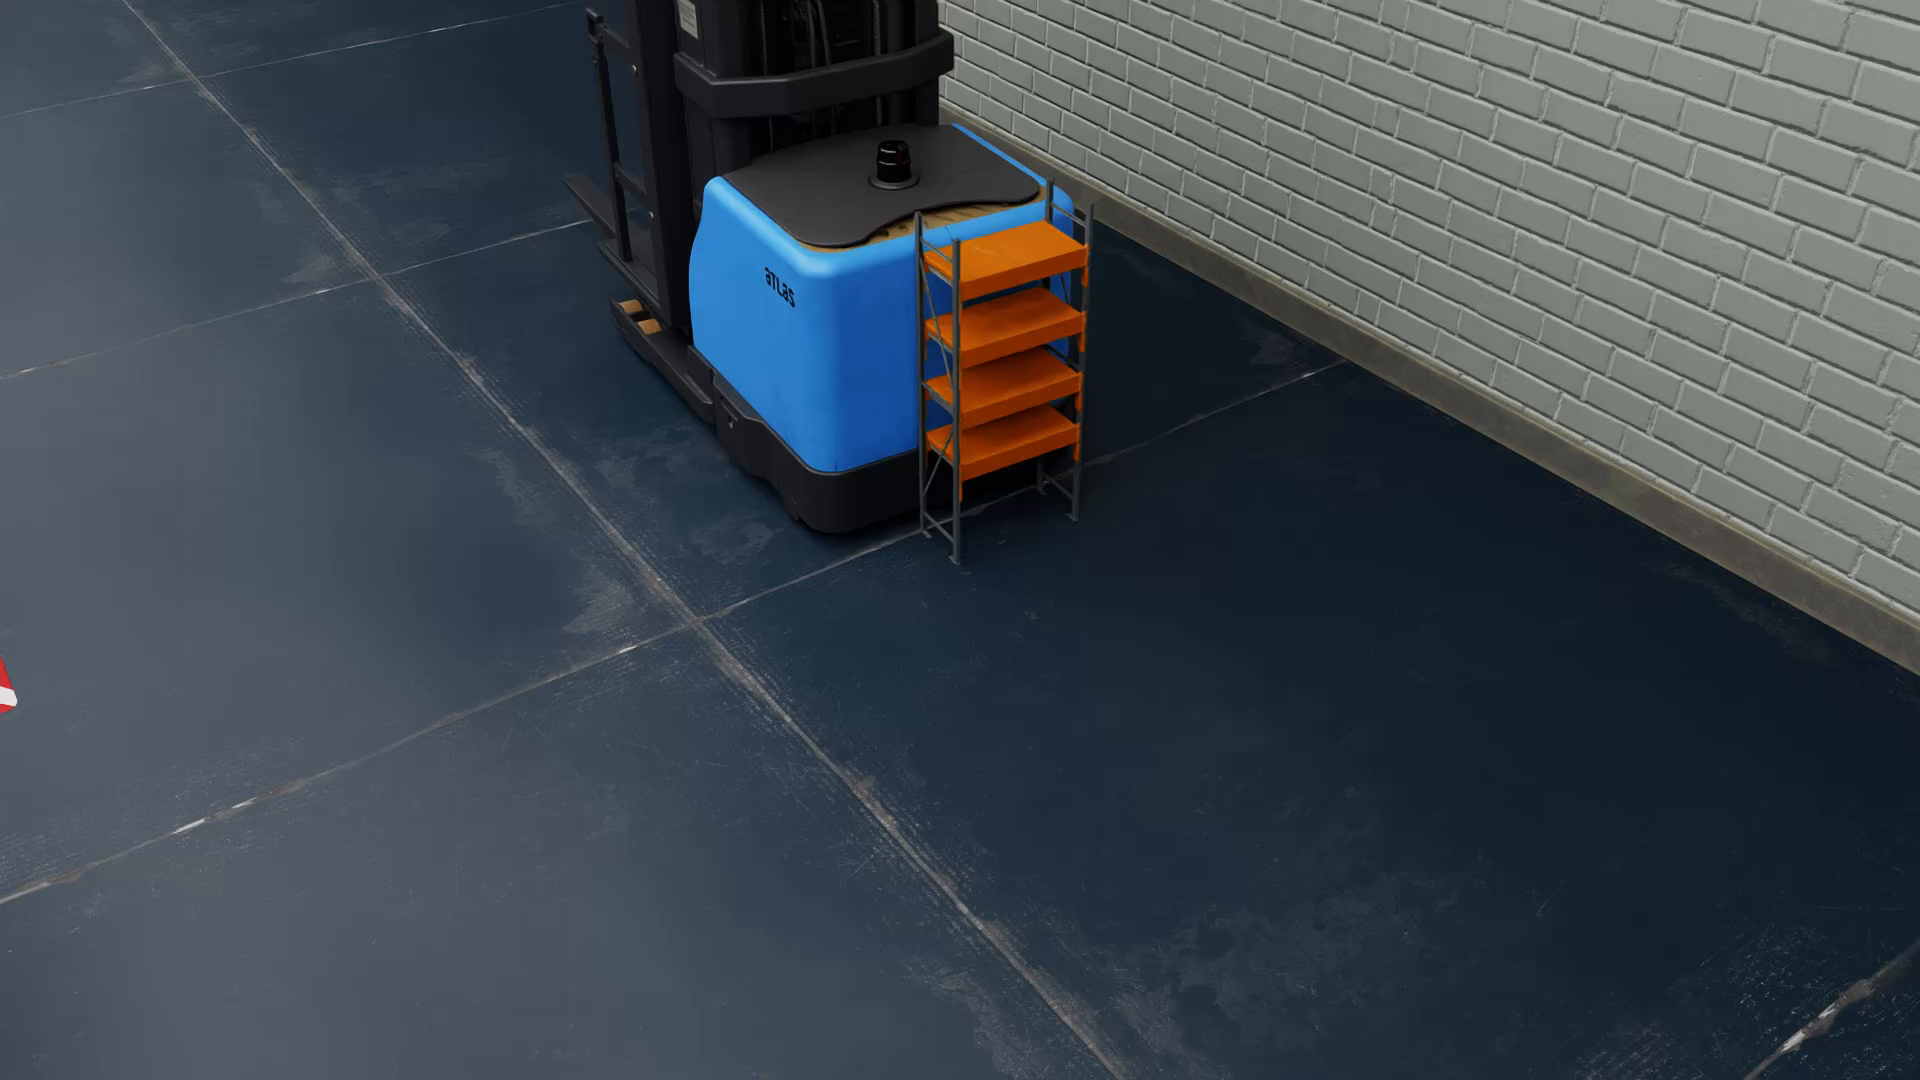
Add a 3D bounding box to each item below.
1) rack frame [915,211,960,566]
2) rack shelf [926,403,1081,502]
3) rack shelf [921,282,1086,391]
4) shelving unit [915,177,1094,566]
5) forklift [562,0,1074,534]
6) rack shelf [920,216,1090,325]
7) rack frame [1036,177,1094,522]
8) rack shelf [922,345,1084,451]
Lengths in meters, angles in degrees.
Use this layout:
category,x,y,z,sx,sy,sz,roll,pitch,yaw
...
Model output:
category,x,y,z,sx,sy,sz,roll,pitch,yaw
rack frame,-0.069,-0.460,5.362,0.015,1.200,0.240,-20,40,-25
rack shelf,0.138,-0.320,5.622,0.480,0.148,0.258,-20,40,-25
rack shelf,0.138,-0.663,5.376,0.480,0.148,0.258,-20,40,-25
shelving unit,0.138,-0.536,5.467,0.503,1.200,0.258,-20,40,-25
forklift,-0.788,-2.046,6.085,1.130,2.935,3.031,-19,40,-24
rack shelf,0.138,-0.855,5.238,0.480,0.148,0.258,-20,40,-25
rack frame,0.346,-0.611,5.572,0.015,1.200,0.240,-20,40,-25
rack shelf,0.138,-0.481,5.506,0.480,0.148,0.258,-20,40,-25
